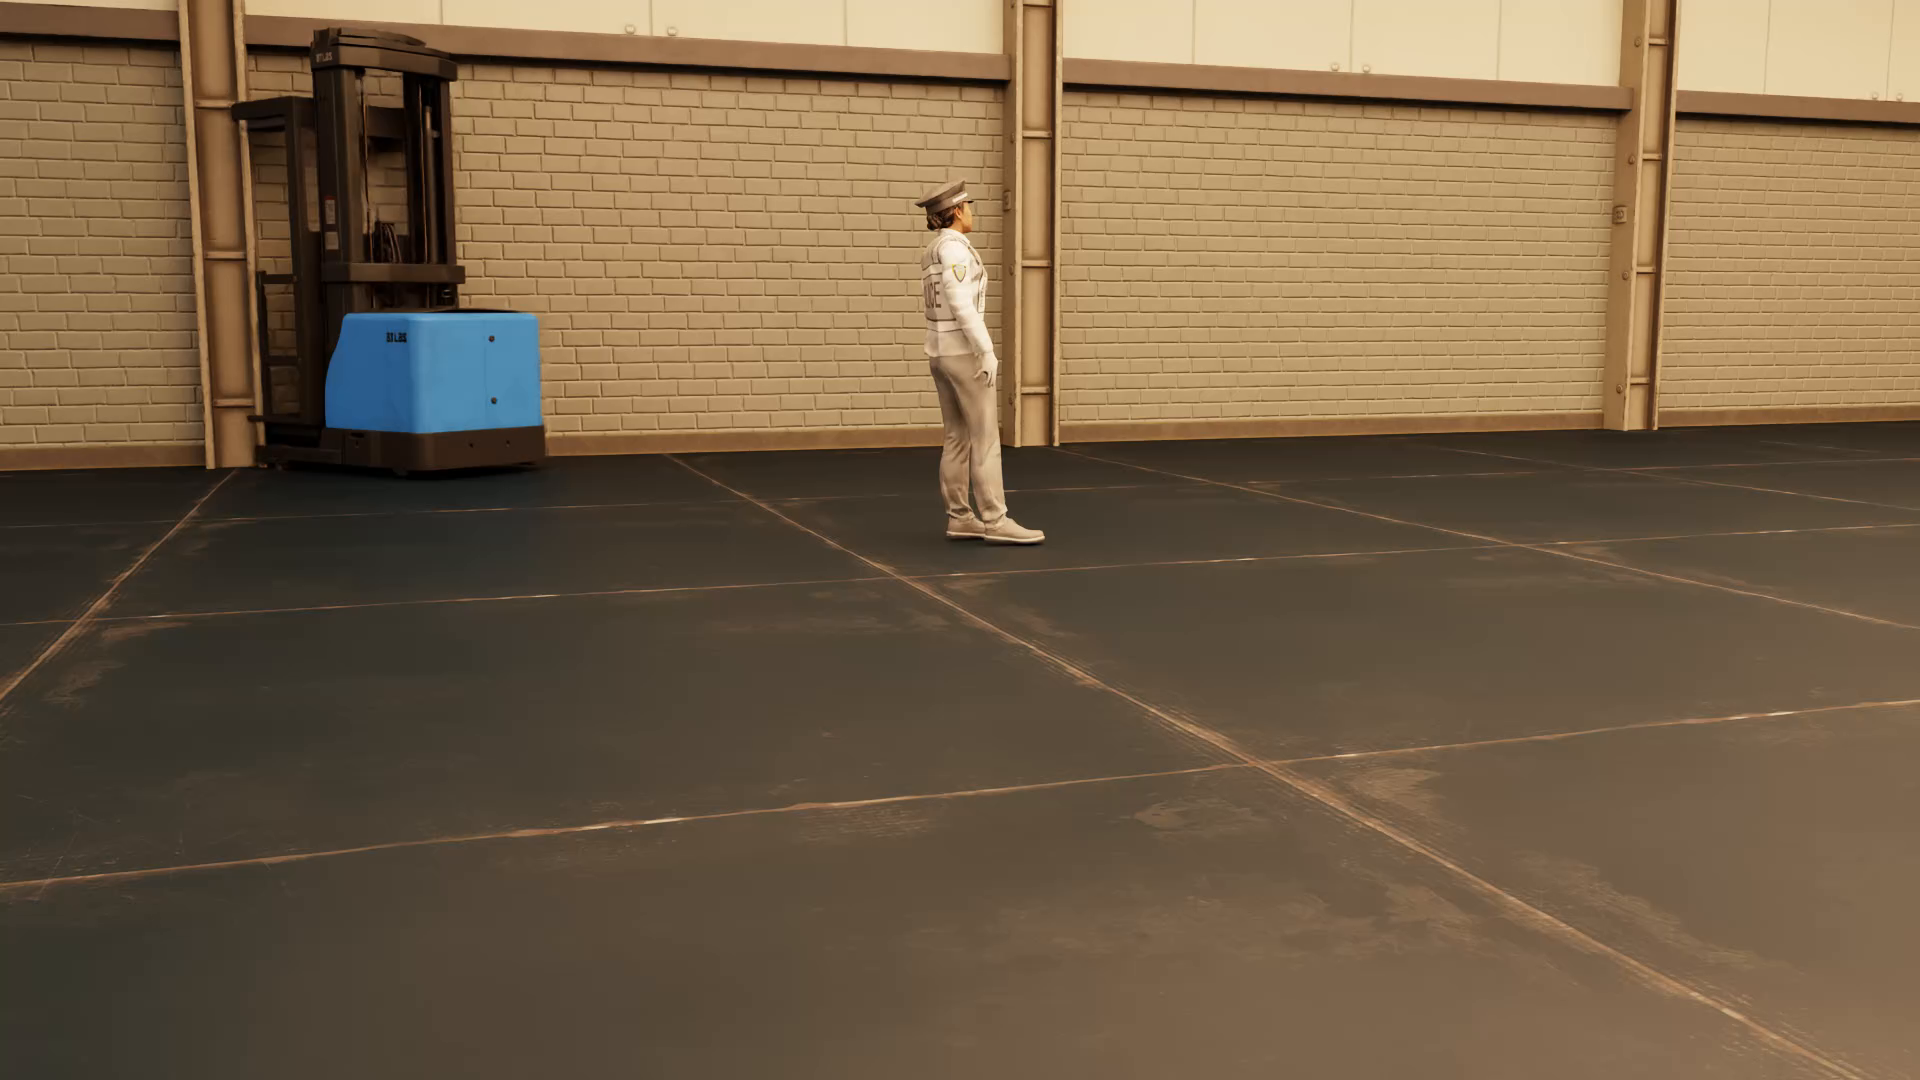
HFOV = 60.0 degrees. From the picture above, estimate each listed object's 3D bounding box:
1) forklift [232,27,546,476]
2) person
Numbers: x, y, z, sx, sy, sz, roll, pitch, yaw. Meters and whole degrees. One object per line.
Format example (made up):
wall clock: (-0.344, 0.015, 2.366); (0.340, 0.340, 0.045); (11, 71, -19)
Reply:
forklift: (-4.331, -1.995, 11.719); (3.031, 2.935, 1.130); (6, 10, 36)
person: (0.068, -0.849, 7.824); (0.530, 1.694, 0.586); (-3, 8, -18)
